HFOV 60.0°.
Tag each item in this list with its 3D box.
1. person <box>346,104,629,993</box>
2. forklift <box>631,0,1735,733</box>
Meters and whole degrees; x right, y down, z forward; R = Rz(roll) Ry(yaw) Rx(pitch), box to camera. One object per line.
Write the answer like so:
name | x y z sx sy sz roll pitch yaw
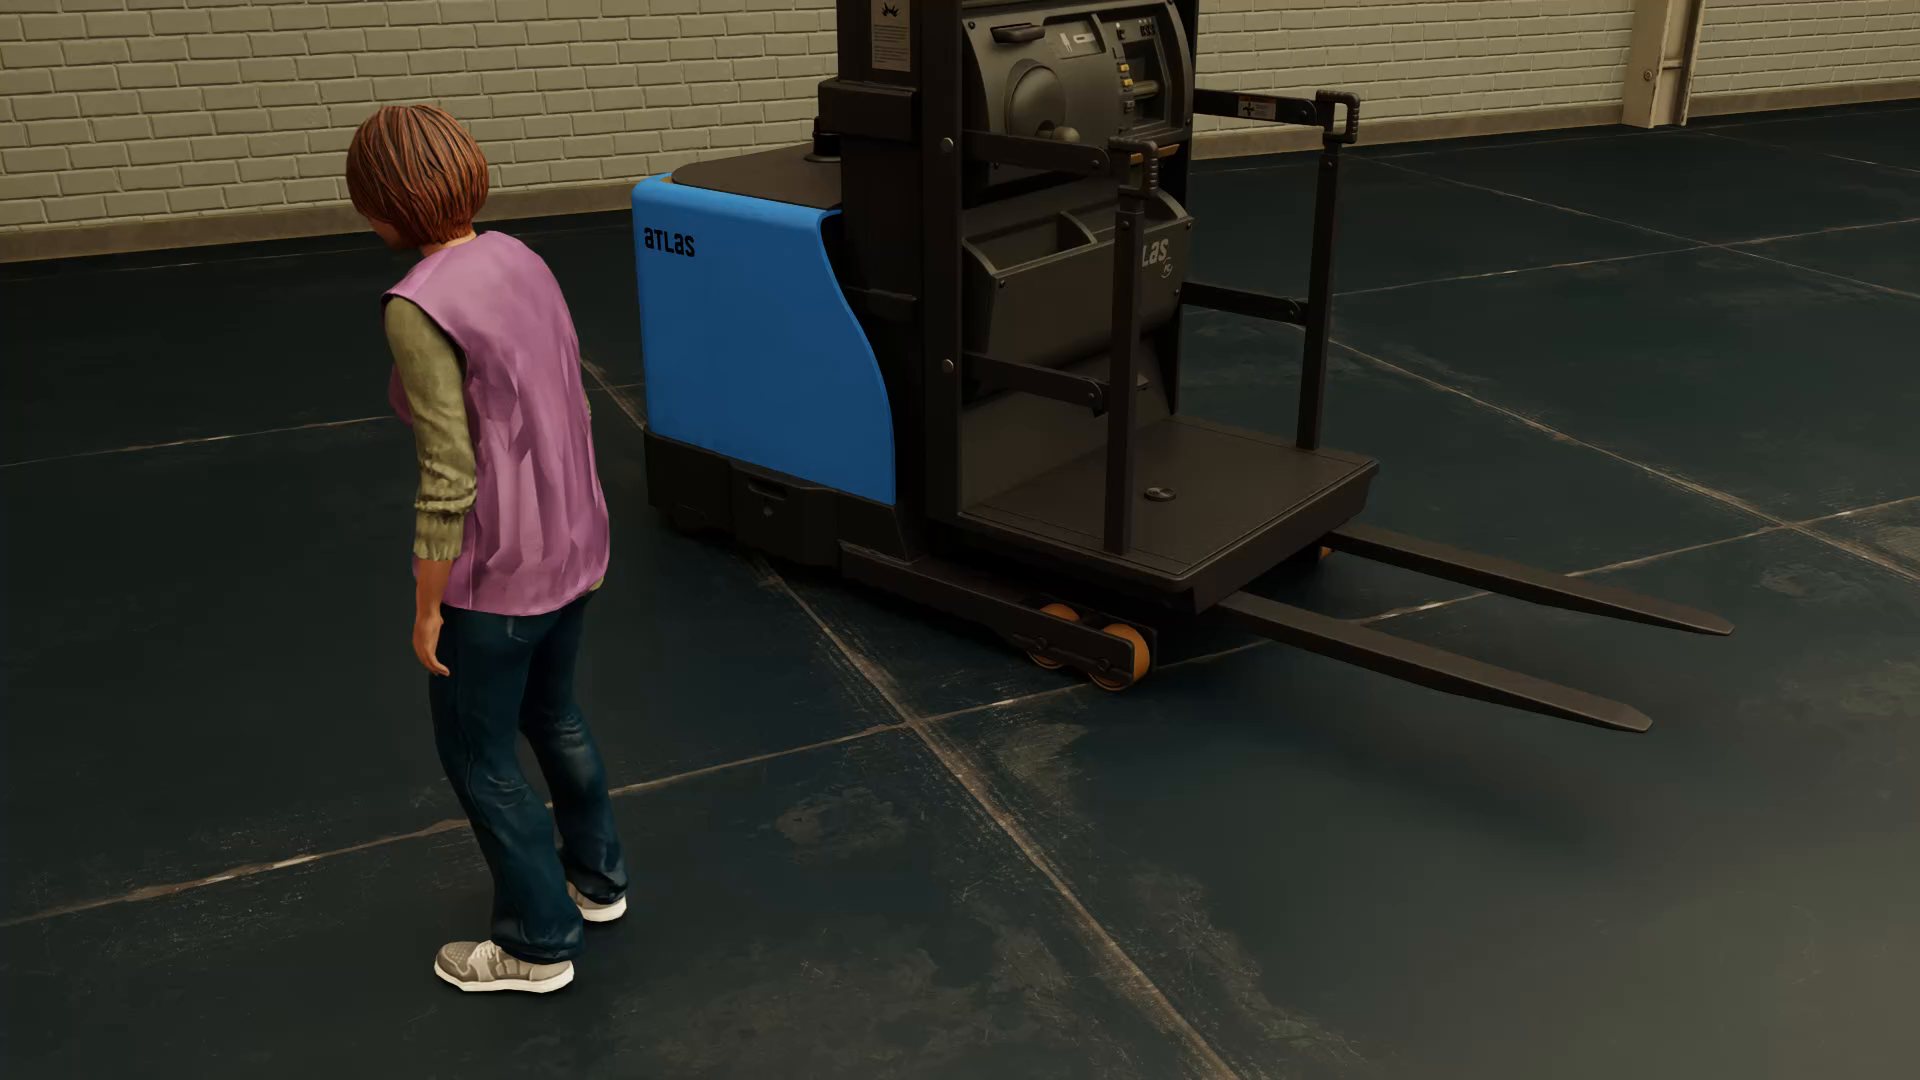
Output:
person | -0.796 0.058 2.893 0.348 1.592 0.465 7 24 17
forklift | 0.489 -1.203 4.182 3.031 2.935 1.130 17 28 35
